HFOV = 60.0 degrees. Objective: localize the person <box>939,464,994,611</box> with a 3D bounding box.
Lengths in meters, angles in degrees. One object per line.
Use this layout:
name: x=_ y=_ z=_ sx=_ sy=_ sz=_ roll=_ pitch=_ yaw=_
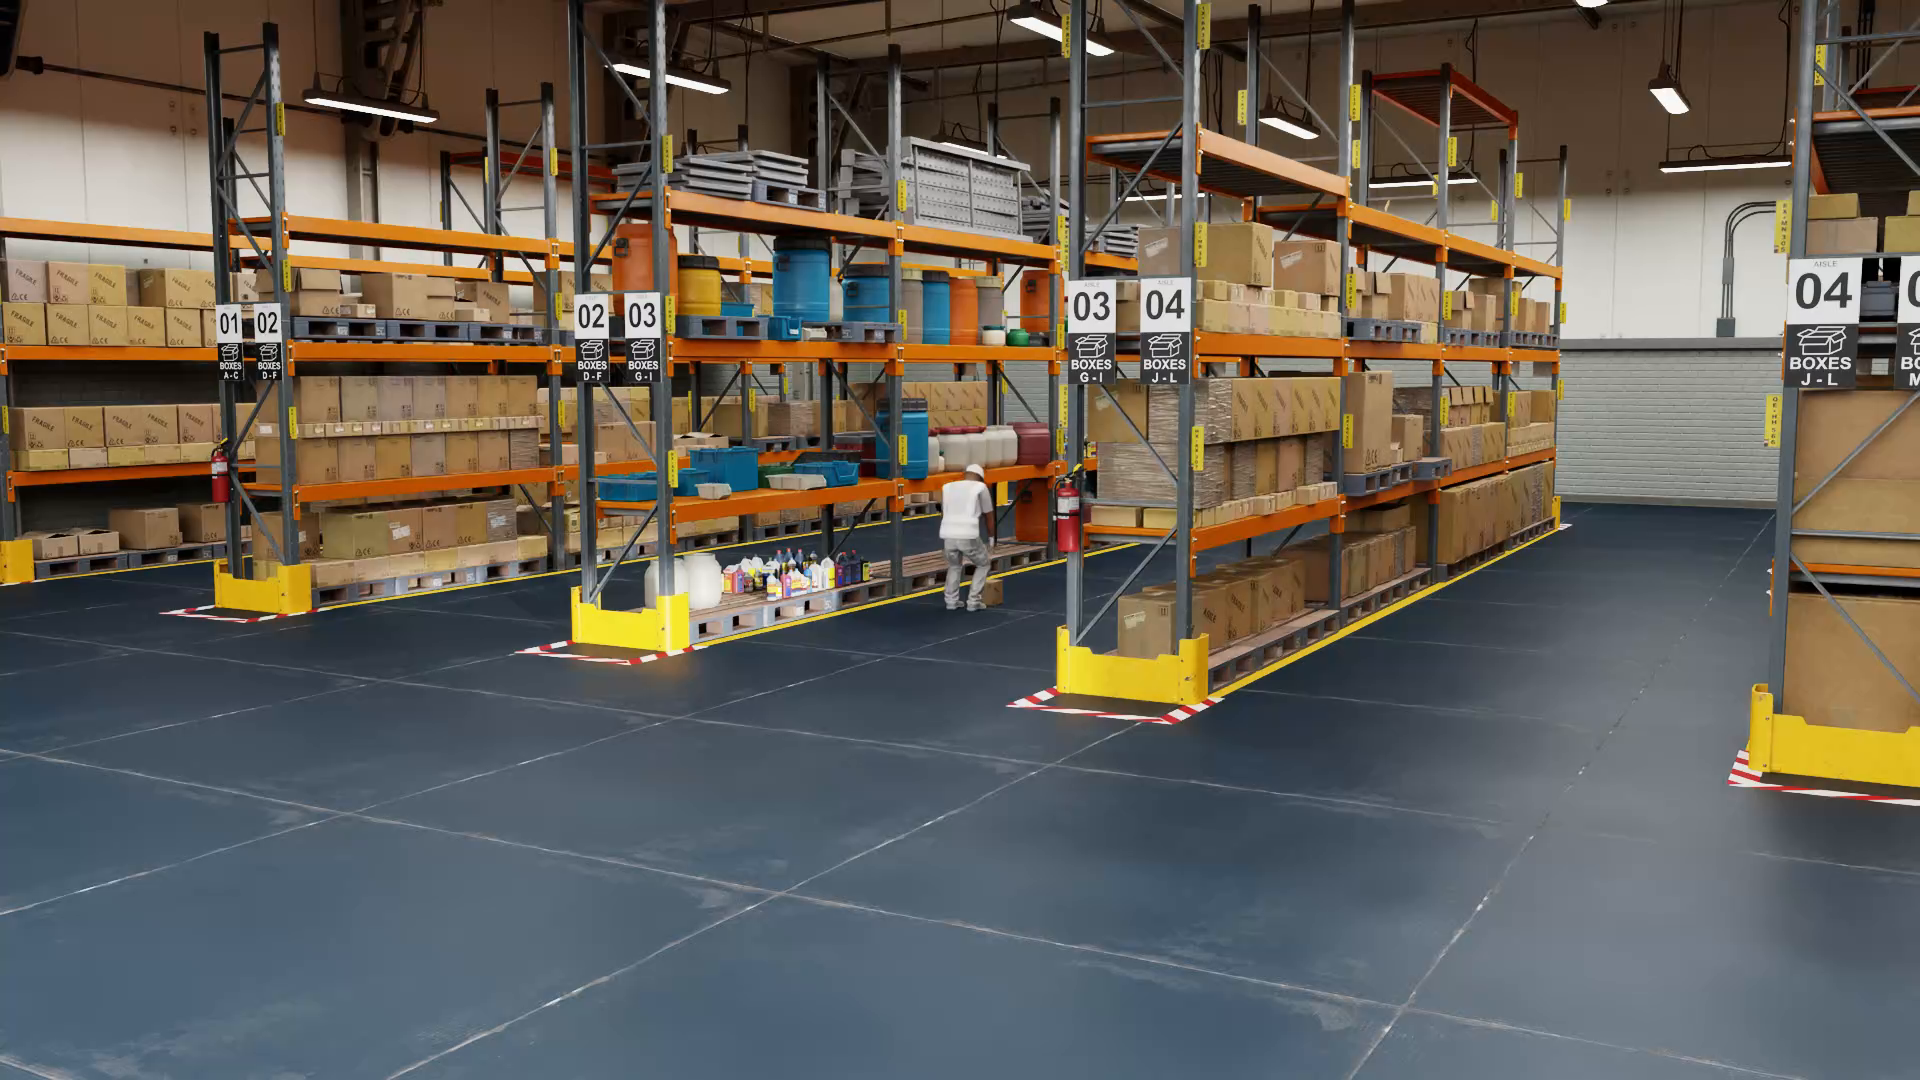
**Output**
person: x=0.046 y=-0.033 z=17.569 sx=0.608 sy=1.525 sz=0.696 roll=3 pitch=7 yaw=29
